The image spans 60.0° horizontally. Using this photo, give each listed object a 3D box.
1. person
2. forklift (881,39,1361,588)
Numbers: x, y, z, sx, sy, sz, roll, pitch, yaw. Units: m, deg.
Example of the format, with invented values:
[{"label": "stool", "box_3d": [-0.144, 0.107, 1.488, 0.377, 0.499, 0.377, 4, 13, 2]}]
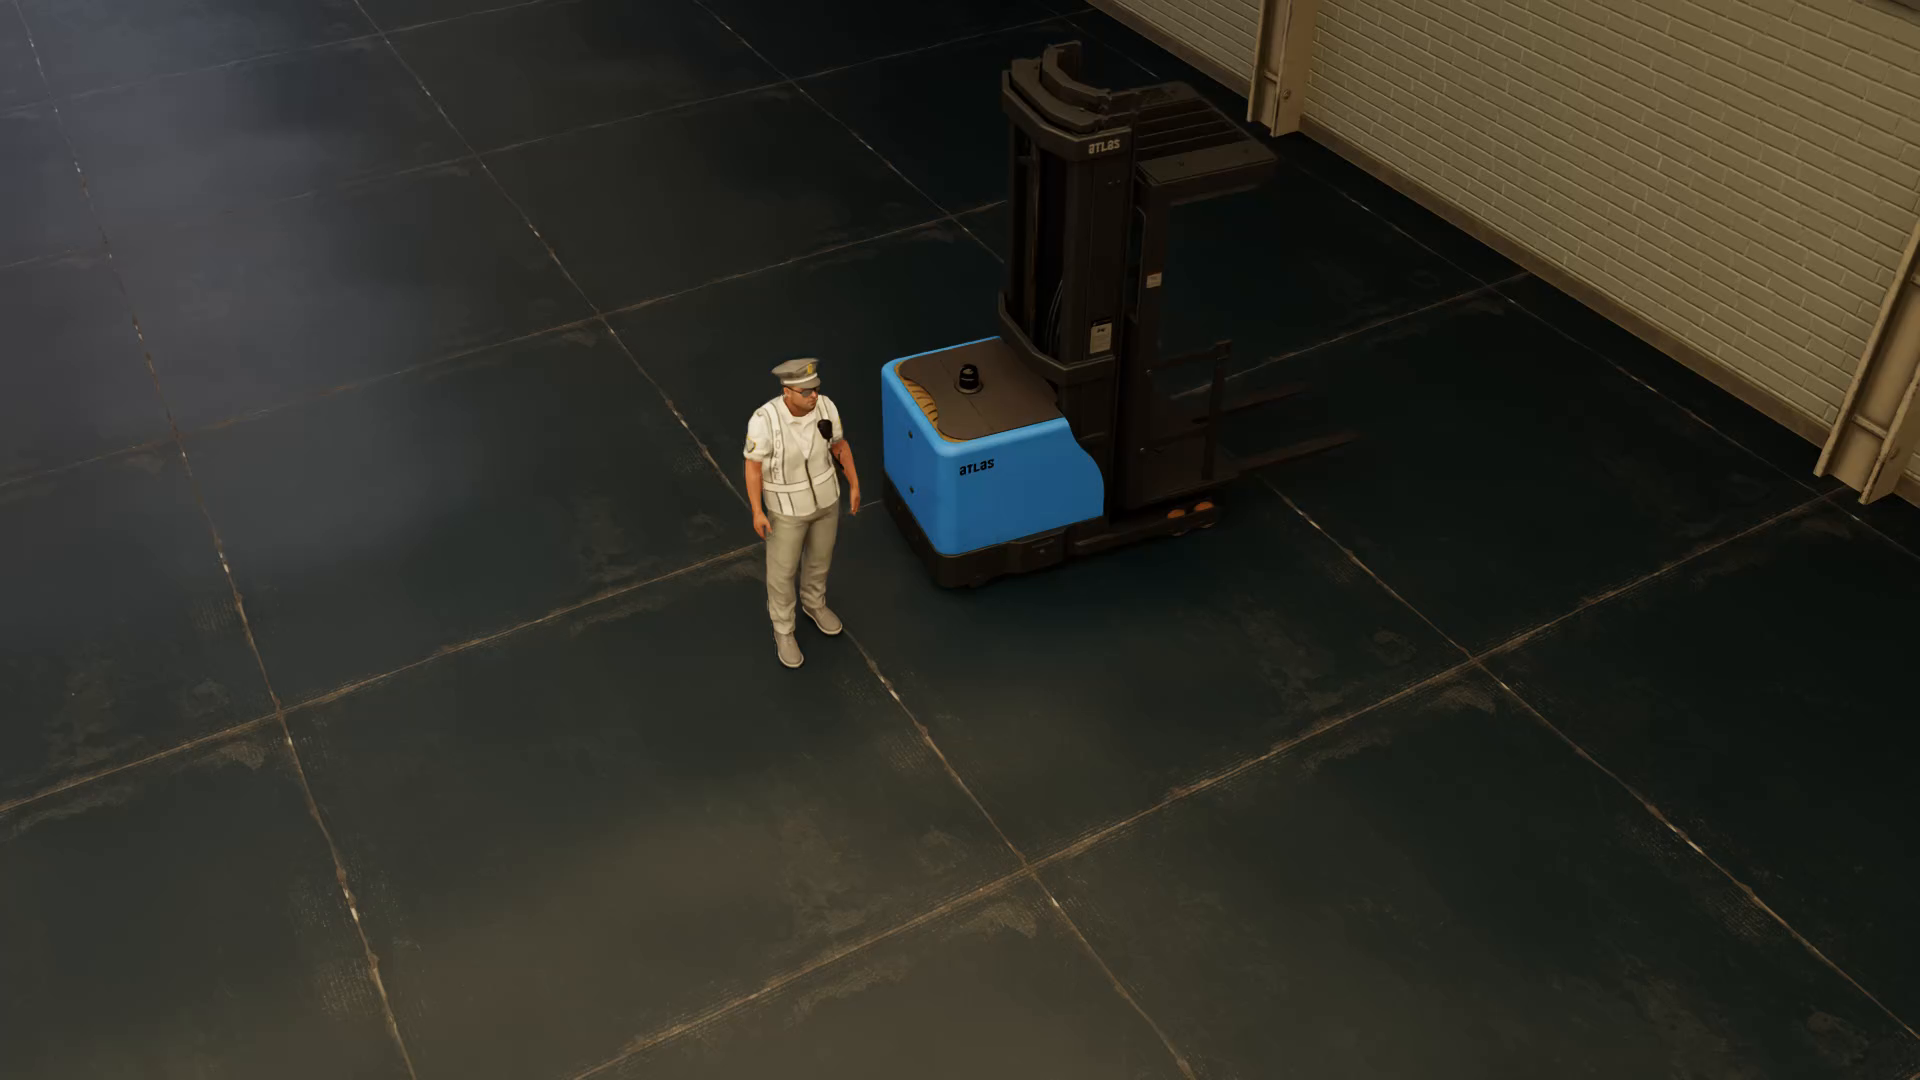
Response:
[{"label": "person", "box_3d": [-0.833, -0.193, 9.173, 0.660, 1.777, 0.546, -22, 44, -24]}, {"label": "forklift", "box_3d": [1.080, -1.451, 9.786, 3.031, 2.935, 1.130, -15, 42, -17]}]
